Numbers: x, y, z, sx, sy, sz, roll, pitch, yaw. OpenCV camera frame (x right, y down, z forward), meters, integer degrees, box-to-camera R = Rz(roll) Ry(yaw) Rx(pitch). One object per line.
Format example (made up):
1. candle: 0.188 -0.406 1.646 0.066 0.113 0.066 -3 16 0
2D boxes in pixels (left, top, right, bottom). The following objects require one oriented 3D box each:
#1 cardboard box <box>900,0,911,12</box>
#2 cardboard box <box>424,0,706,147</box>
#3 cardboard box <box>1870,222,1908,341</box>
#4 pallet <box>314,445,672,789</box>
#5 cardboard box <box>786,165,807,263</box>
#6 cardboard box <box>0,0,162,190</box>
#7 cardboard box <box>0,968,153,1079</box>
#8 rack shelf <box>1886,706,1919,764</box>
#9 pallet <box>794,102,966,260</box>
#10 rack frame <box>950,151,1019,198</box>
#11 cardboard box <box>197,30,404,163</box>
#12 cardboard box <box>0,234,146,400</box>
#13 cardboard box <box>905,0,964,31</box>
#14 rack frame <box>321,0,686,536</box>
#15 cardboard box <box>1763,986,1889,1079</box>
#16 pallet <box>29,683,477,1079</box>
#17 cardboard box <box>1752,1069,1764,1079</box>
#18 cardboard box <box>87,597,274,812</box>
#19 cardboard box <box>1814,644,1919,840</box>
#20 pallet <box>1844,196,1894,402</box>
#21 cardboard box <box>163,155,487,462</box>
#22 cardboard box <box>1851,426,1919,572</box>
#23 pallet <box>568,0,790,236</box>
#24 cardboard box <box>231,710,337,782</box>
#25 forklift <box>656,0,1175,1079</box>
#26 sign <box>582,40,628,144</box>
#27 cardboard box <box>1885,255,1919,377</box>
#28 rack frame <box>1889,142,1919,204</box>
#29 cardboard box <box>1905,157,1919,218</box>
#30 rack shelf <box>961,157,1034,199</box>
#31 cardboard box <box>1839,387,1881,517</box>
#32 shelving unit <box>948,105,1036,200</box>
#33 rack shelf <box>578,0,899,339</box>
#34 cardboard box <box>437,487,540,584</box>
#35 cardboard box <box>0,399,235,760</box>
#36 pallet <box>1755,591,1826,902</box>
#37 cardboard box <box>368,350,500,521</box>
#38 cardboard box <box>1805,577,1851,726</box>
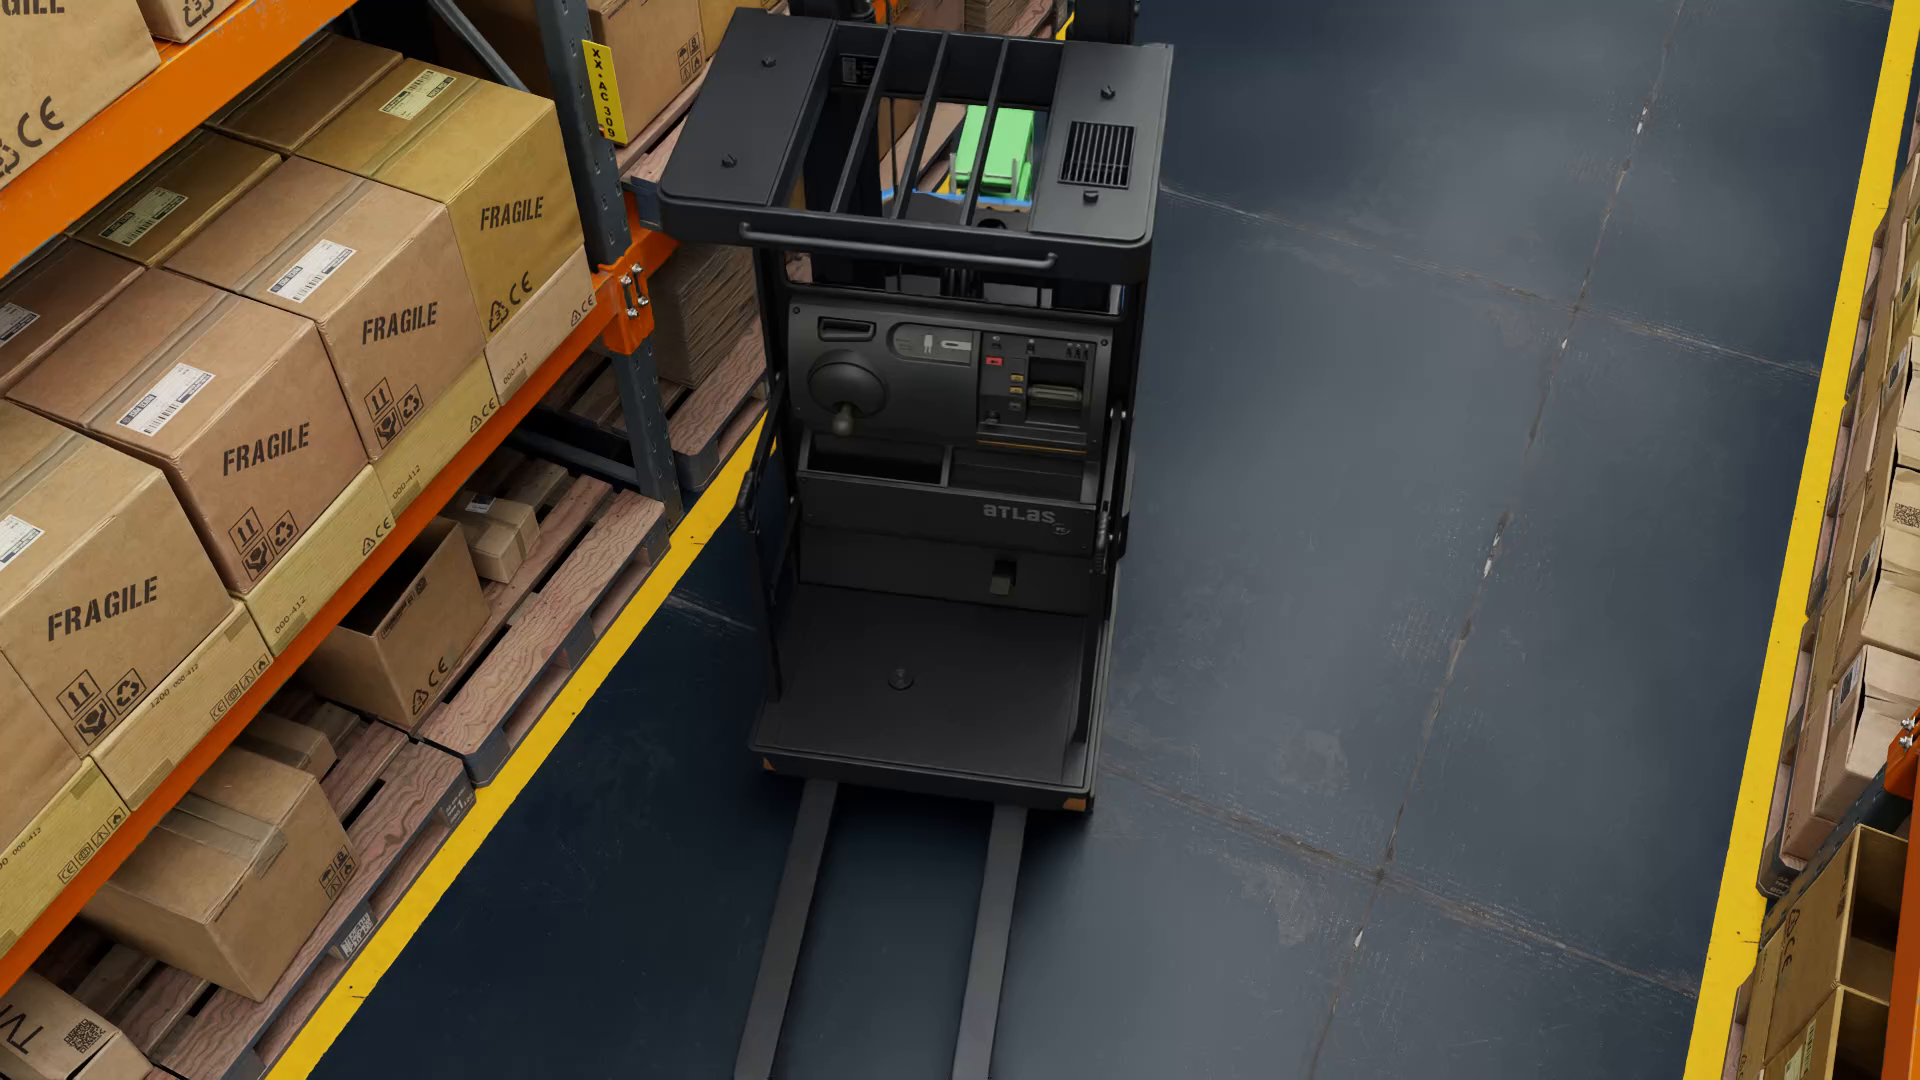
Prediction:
1. cardboard box: -0.375 -2.630 7.379 0.500 0.250 0.500 21 53 17
2. cardboard box: -1.275 -1.700 5.372 0.700 0.500 0.500 20 52 16
3. cardboard box: 3.963 -0.964 6.630 0.500 0.250 0.500 18 52 15
4. pallet: -1.778 0.192 5.948 1.003 0.211 1.213 20 52 16
5. cardboard box: -1.049 -1.402 6.826 0.700 0.500 0.500 19 52 15
6. cardboard box: -1.946 -1.030 3.109 0.500 0.500 0.500 18 52 15
7. cardboard box: -2.612 1.458 4.516 0.500 0.311 0.500 24 54 19
8. rack shelf: 3.811 -0.720 5.366 1.077 0.370 4.000 20 52 16
9. pallet: -0.672 -1.661 7.525 1.003 0.211 1.213 20 52 16
10. rack frame: 0.085 -0.958 6.278 0.240 1.200 0.015 7 50 6
11. cardboard box: -1.913 -1.131 4.835 0.500 0.500 0.500 19 52 15
12. cardboard box: -2.355 -0.434 4.243 0.500 0.500 0.500 21 53 17
13. cardboard box: -0.400 -2.443 7.711 0.700 0.500 0.500 20 52 16
14. rack frame: -1.524 -1.185 5.289 1.000 3.000 0.127 20 52 16
15. cardboard box: 2.269 1.500 4.041 0.500 0.500 0.500 20 52 16
16. pallet: -2.298 1.035 5.230 1.003 0.211 1.213 20 52 16
17. cardboard box: 2.267 1.742 4.328 0.500 0.250 0.500 20 52 16
18. cardboard box: -2.087 0.320 4.093 0.500 0.250 0.500 20 53 16
19. cardboard box: 2.871 0.625 4.910 0.500 0.311 0.500 20 52 16
20. pallet: 4.279 -0.873 6.854 1.003 0.211 1.213 20 52 16
21. cardboard box: -1.654 -0.614 4.396 0.500 0.500 0.500 20 52 16
22. cardboard box: 3.303 -0.078 5.508 0.500 0.311 0.500 20 52 16
23. pallet: -1.065 -1.602 5.770 1.003 0.211 1.213 20 52 16
24. cardboard box: -2.225 0.691 5.276 0.380 0.149 0.250 16 51 13
25. forklift: -0.065 -0.358 4.630 1.130 2.935 3.031 7 50 6
26. sign: -1.030 -1.295 4.814 0.100 0.325 0.005 20 52 16
27. cardboard box: 3.740 -0.777 6.103 0.500 0.311 0.500 19 52 15
28. rack frame: 4.666 -2.331 6.263 1.000 3.000 0.127 20 52 16
29. cardboard box: 4.177 -1.492 6.712 0.500 0.311 0.500 21 53 17
30. rack shelf: 0.122 -1.256 6.300 0.258 0.148 0.480 7 50 6
31. cardboard box: 3.527 -0.251 6.024 0.500 0.250 0.500 21 53 17
32. shelving unit: 0.122 -1.142 6.434 0.258 1.200 0.503 7 50 6
33. rack shelf: -0.669 -2.329 6.735 1.077 0.370 4.000 20 52 16
34. cardboard box: -1.725 -0.032 5.879 0.380 0.166 0.250 14 51 11
35. cardboard box: -2.100 0.087 3.799 0.500 0.500 0.500 21 53 17
36. pallet: 3.236 0.807 5.424 1.003 0.211 1.213 20 52 16
37. cardboard box: -1.672 -0.378 4.687 0.500 0.250 0.500 20 52 16
38. cardboard box: 3.090 0.451 5.426 0.500 0.250 0.500 19 52 16
